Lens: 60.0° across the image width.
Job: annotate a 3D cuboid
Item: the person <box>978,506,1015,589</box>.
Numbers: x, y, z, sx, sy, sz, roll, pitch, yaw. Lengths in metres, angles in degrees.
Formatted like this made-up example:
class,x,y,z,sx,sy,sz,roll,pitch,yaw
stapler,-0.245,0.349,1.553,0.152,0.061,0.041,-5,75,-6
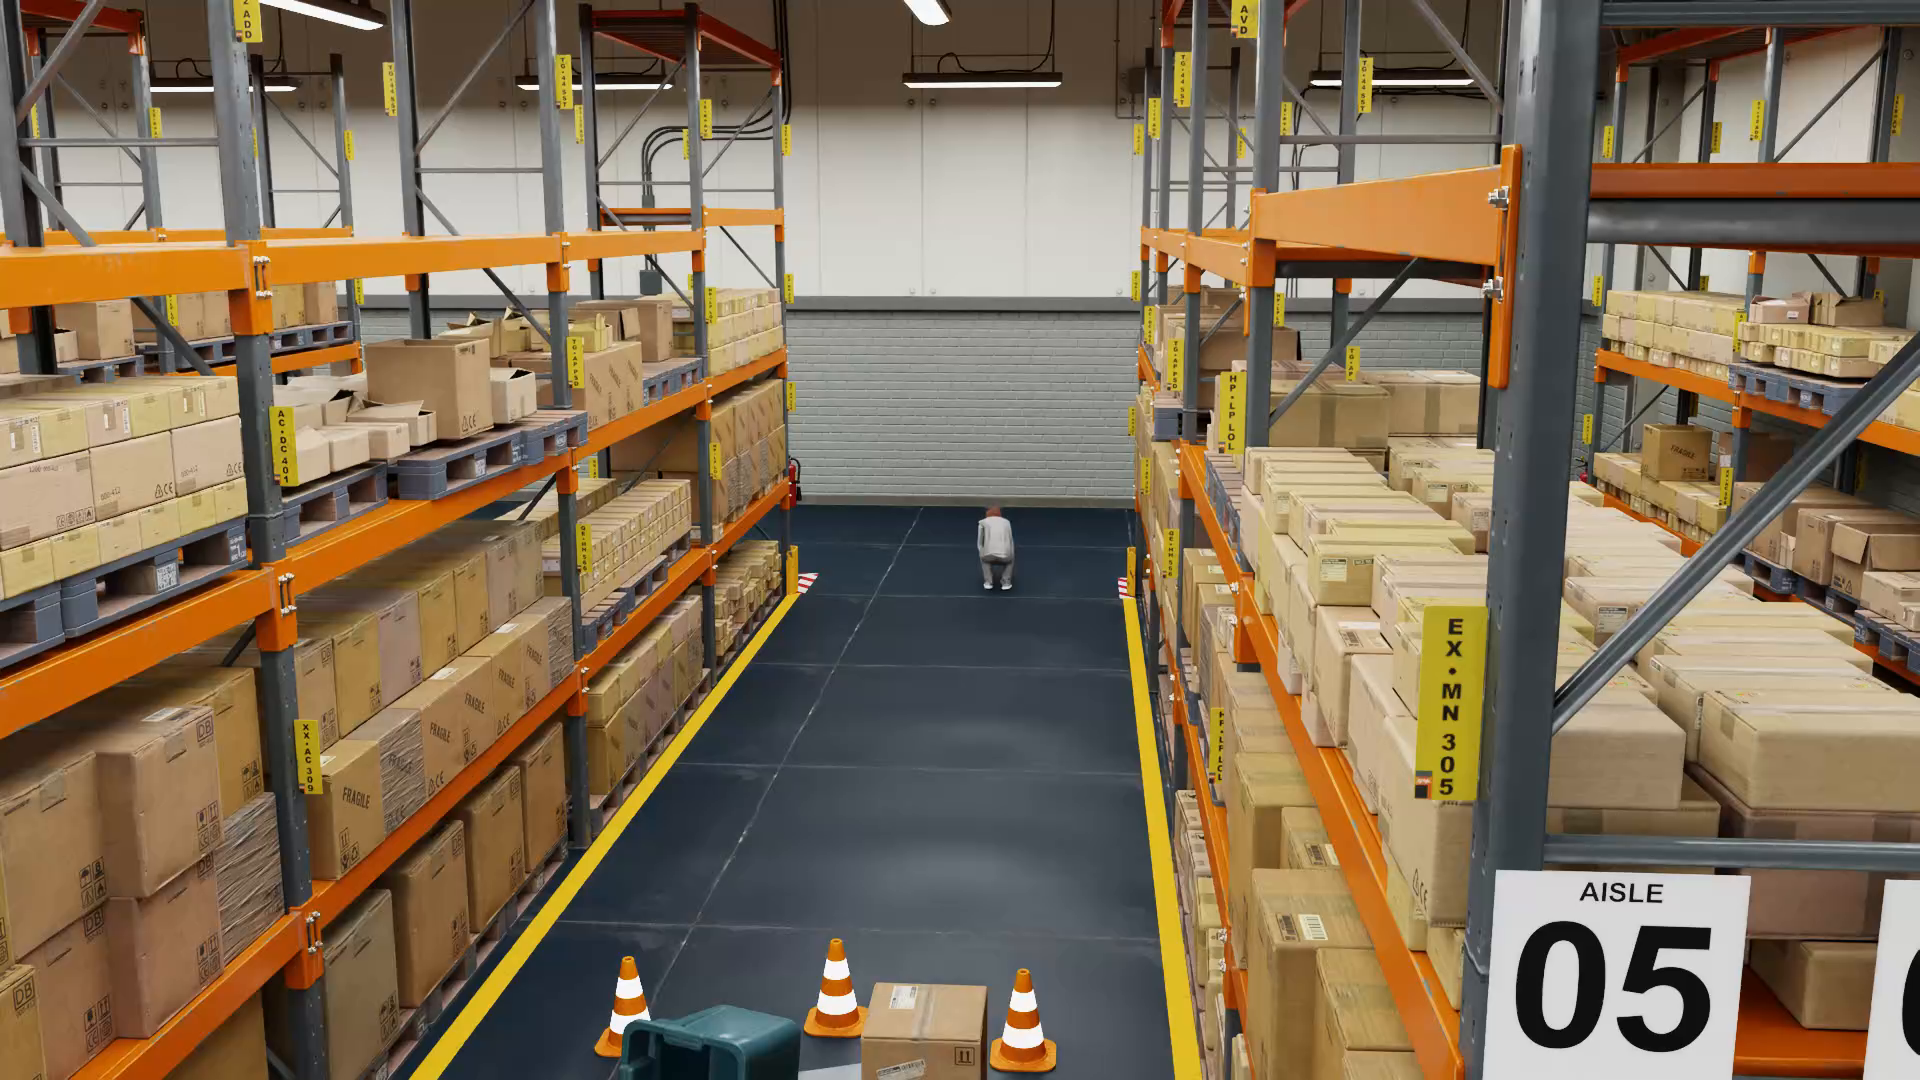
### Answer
class,x,y,z,sx,sy,sz,roll,pitch,yaw
person,0.417,0.103,19.299,0.446,0.889,0.812,1,11,4
